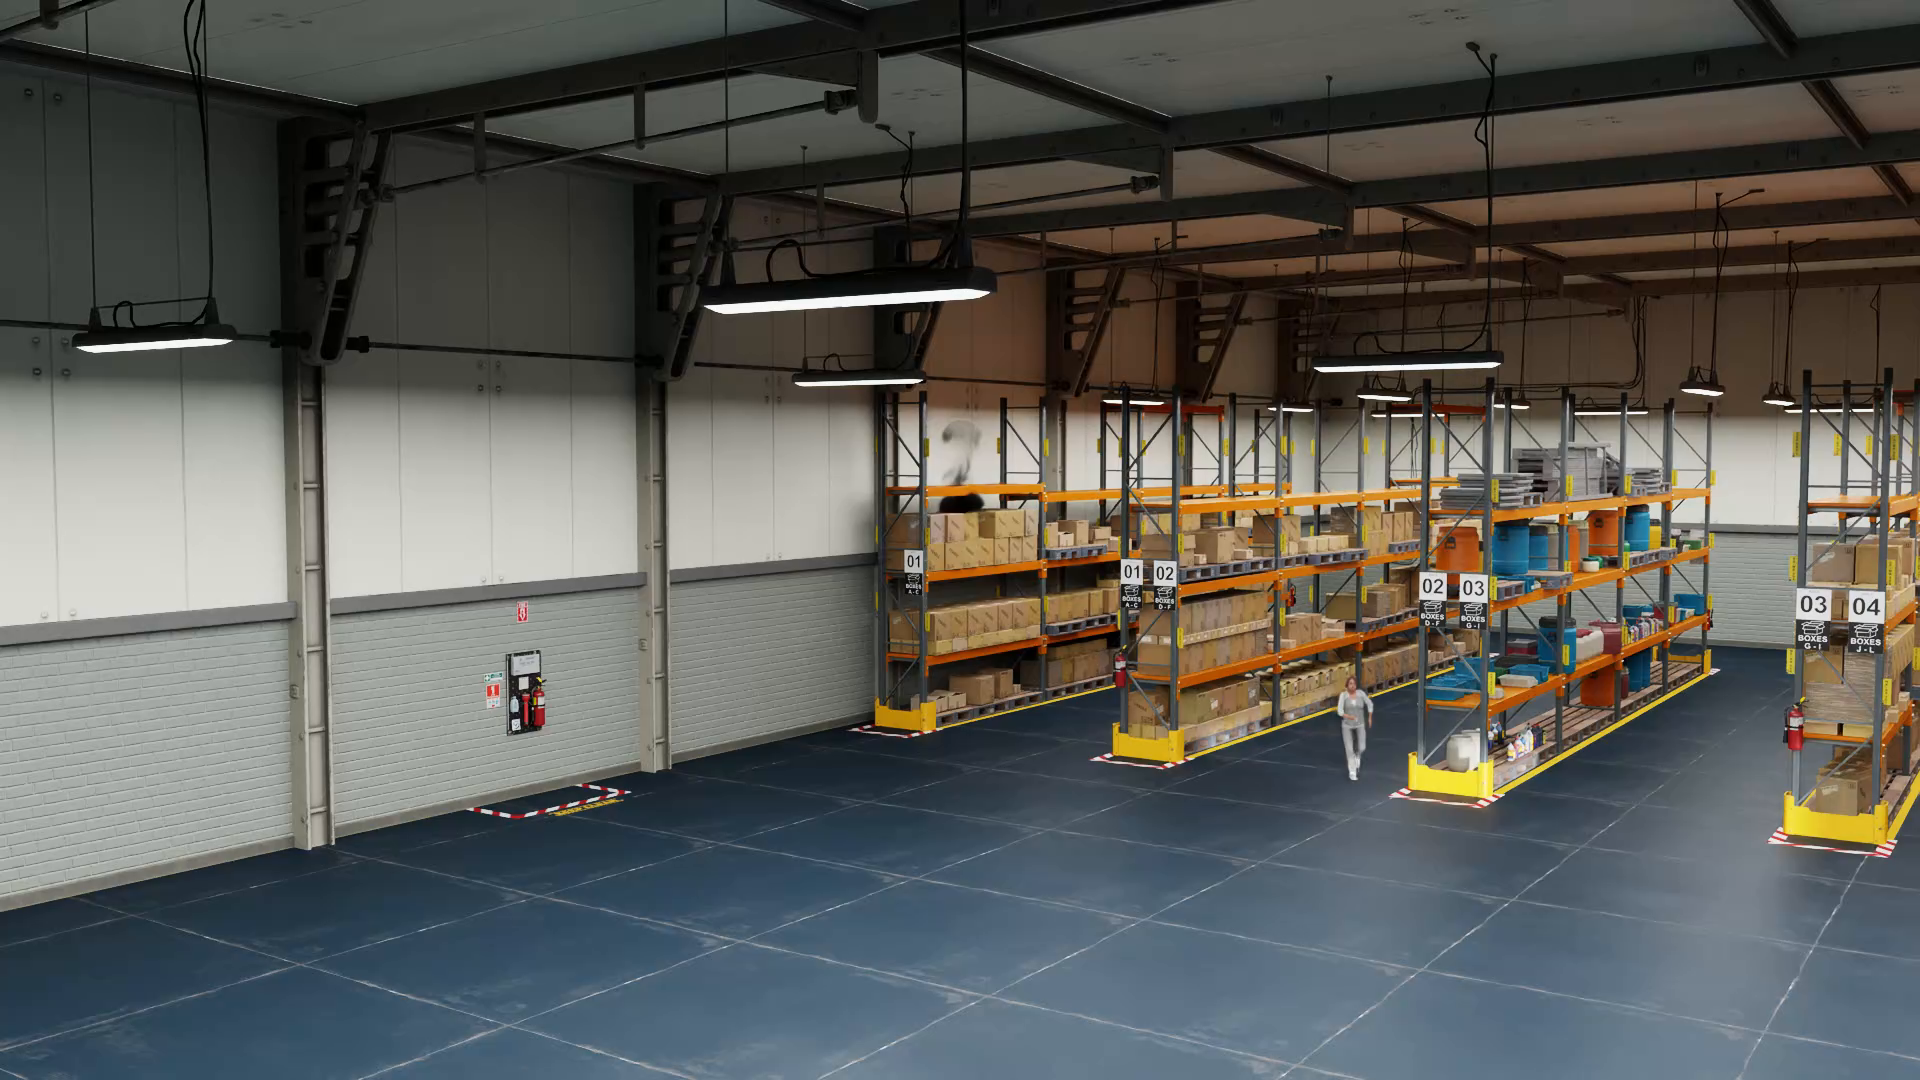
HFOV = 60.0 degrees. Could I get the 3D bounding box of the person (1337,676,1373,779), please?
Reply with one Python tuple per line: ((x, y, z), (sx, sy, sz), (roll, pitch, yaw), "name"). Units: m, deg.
((5.962, 2.837, 25.059), (0.547, 1.572, 0.593), (0, 3, 6), "person")
